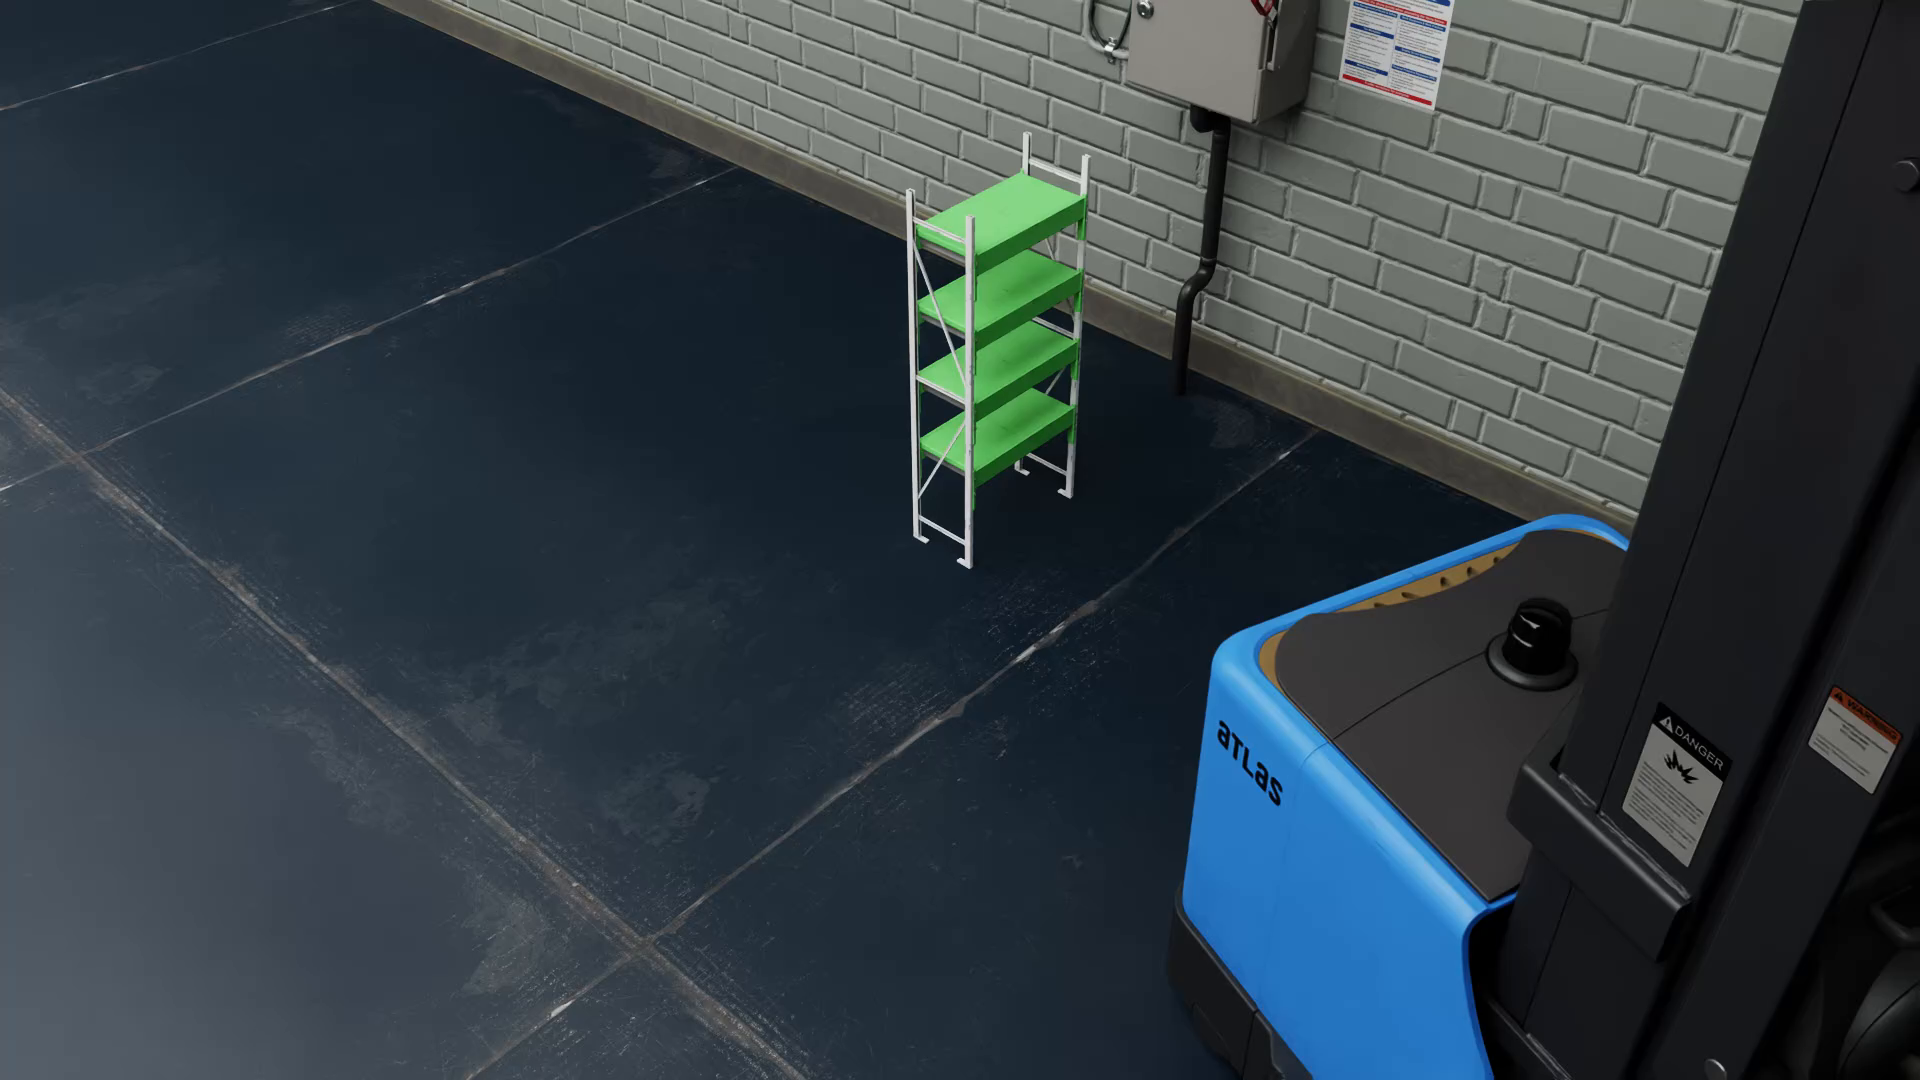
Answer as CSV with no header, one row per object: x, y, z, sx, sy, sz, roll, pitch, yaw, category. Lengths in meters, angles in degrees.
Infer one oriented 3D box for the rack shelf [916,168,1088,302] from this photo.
0.112,-0.871,4.713,0.258,0.148,0.480,30,47,32,rack shelf

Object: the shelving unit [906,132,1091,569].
0.112,-0.546,4.972,0.258,1.200,0.503,30,47,32,shelving unit

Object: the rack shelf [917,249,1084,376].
0.112,-0.684,4.863,0.258,0.148,0.480,30,47,32,rack shelf

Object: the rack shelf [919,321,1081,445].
0.112,-0.496,5.012,0.258,0.148,0.480,30,47,32,rack shelf

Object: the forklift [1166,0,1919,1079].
1.611,0.566,2.184,1.130,2.935,3.031,-18,42,-21,forklift

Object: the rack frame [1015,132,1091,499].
0.276,-0.658,5.113,0.240,1.200,0.015,30,47,32,rack frame

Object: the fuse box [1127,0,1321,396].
0.773,-1.174,5.351,0.539,1.711,0.414,30,47,32,fuse box

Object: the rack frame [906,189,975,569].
-0.053,-0.434,4.831,0.240,1.200,0.015,30,47,32,rack frame

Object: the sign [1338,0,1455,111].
1.277,-1.529,4.839,0.329,0.494,0.001,30,47,32,sign

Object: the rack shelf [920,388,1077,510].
0.112,-0.308,5.161,0.258,0.148,0.480,30,47,32,rack shelf

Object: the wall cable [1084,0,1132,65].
0.375,-2.435,5.085,0.588,1.984,0.122,30,47,32,wall cable
